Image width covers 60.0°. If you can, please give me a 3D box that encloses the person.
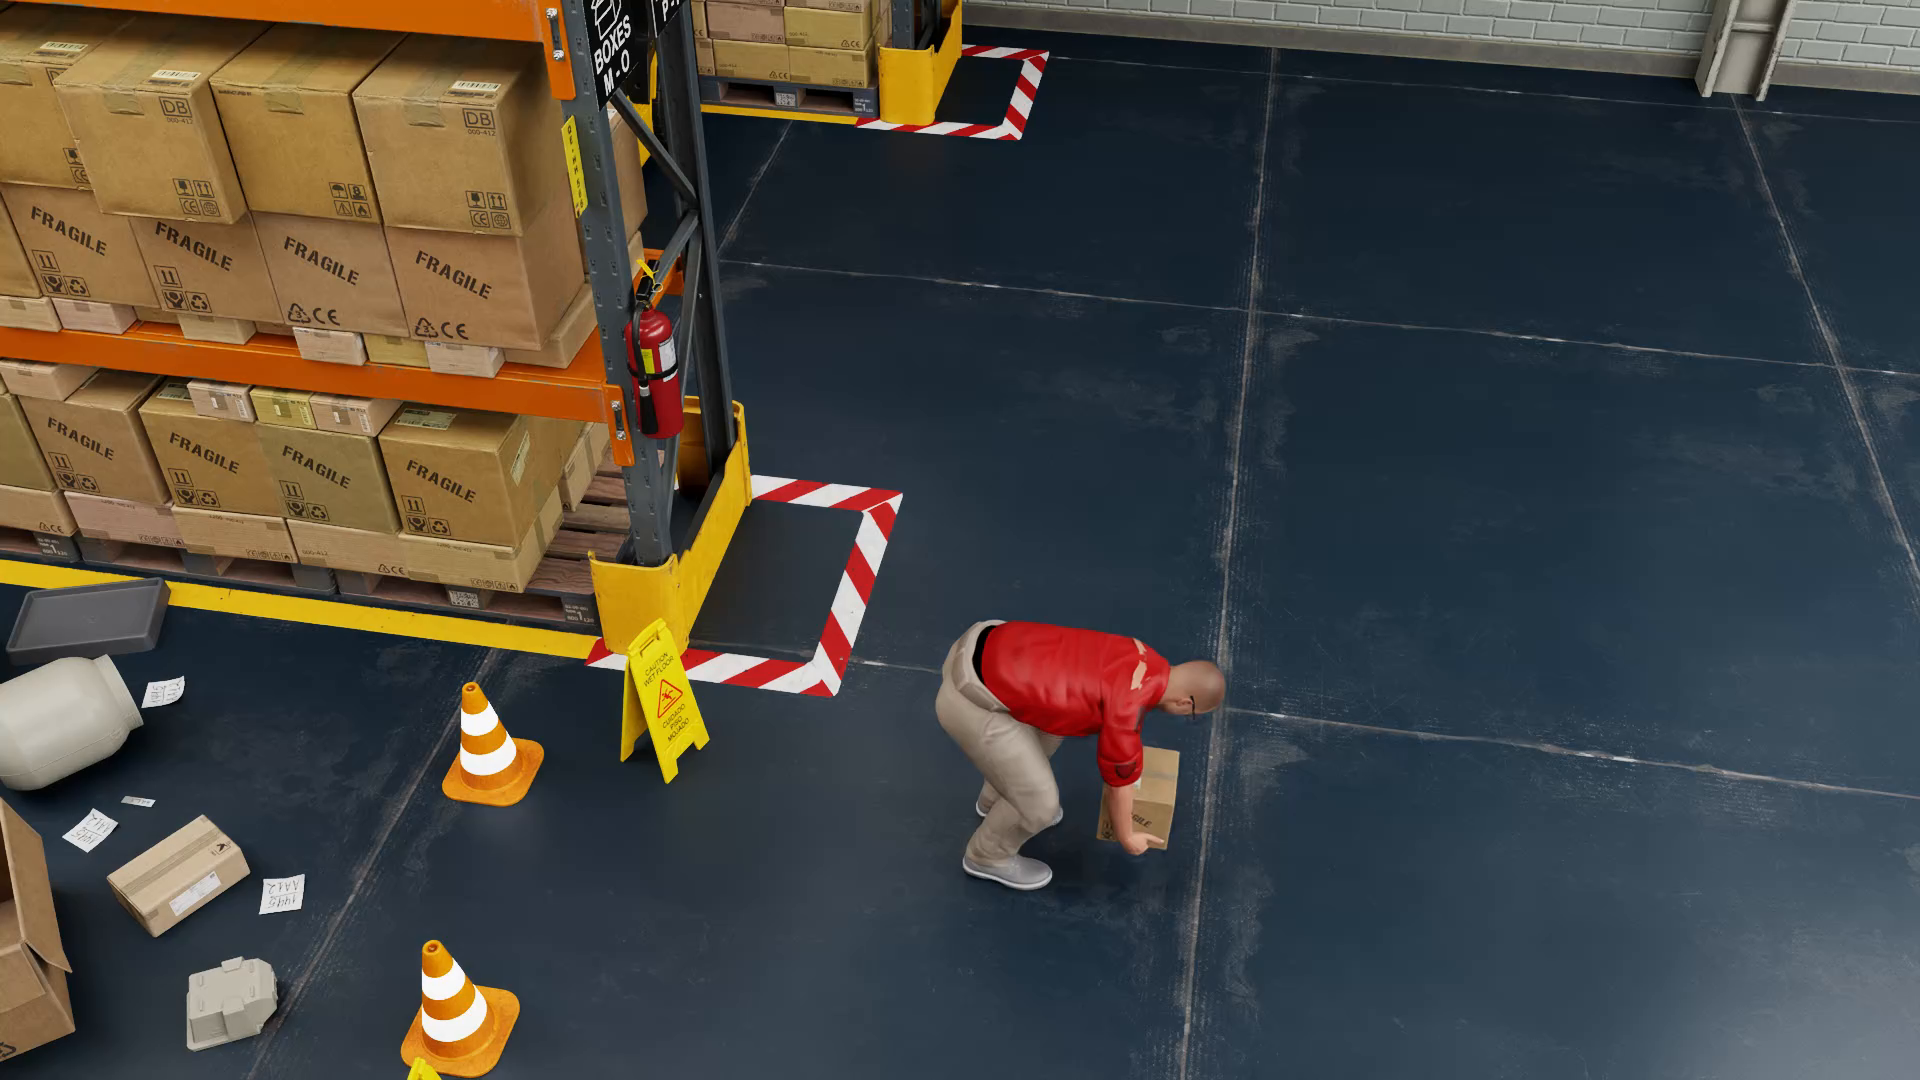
[{"bbox_3d":[0.405,0.753,5.809,0.963,1.049,0.497,5,41,6],"label":"person"}]
